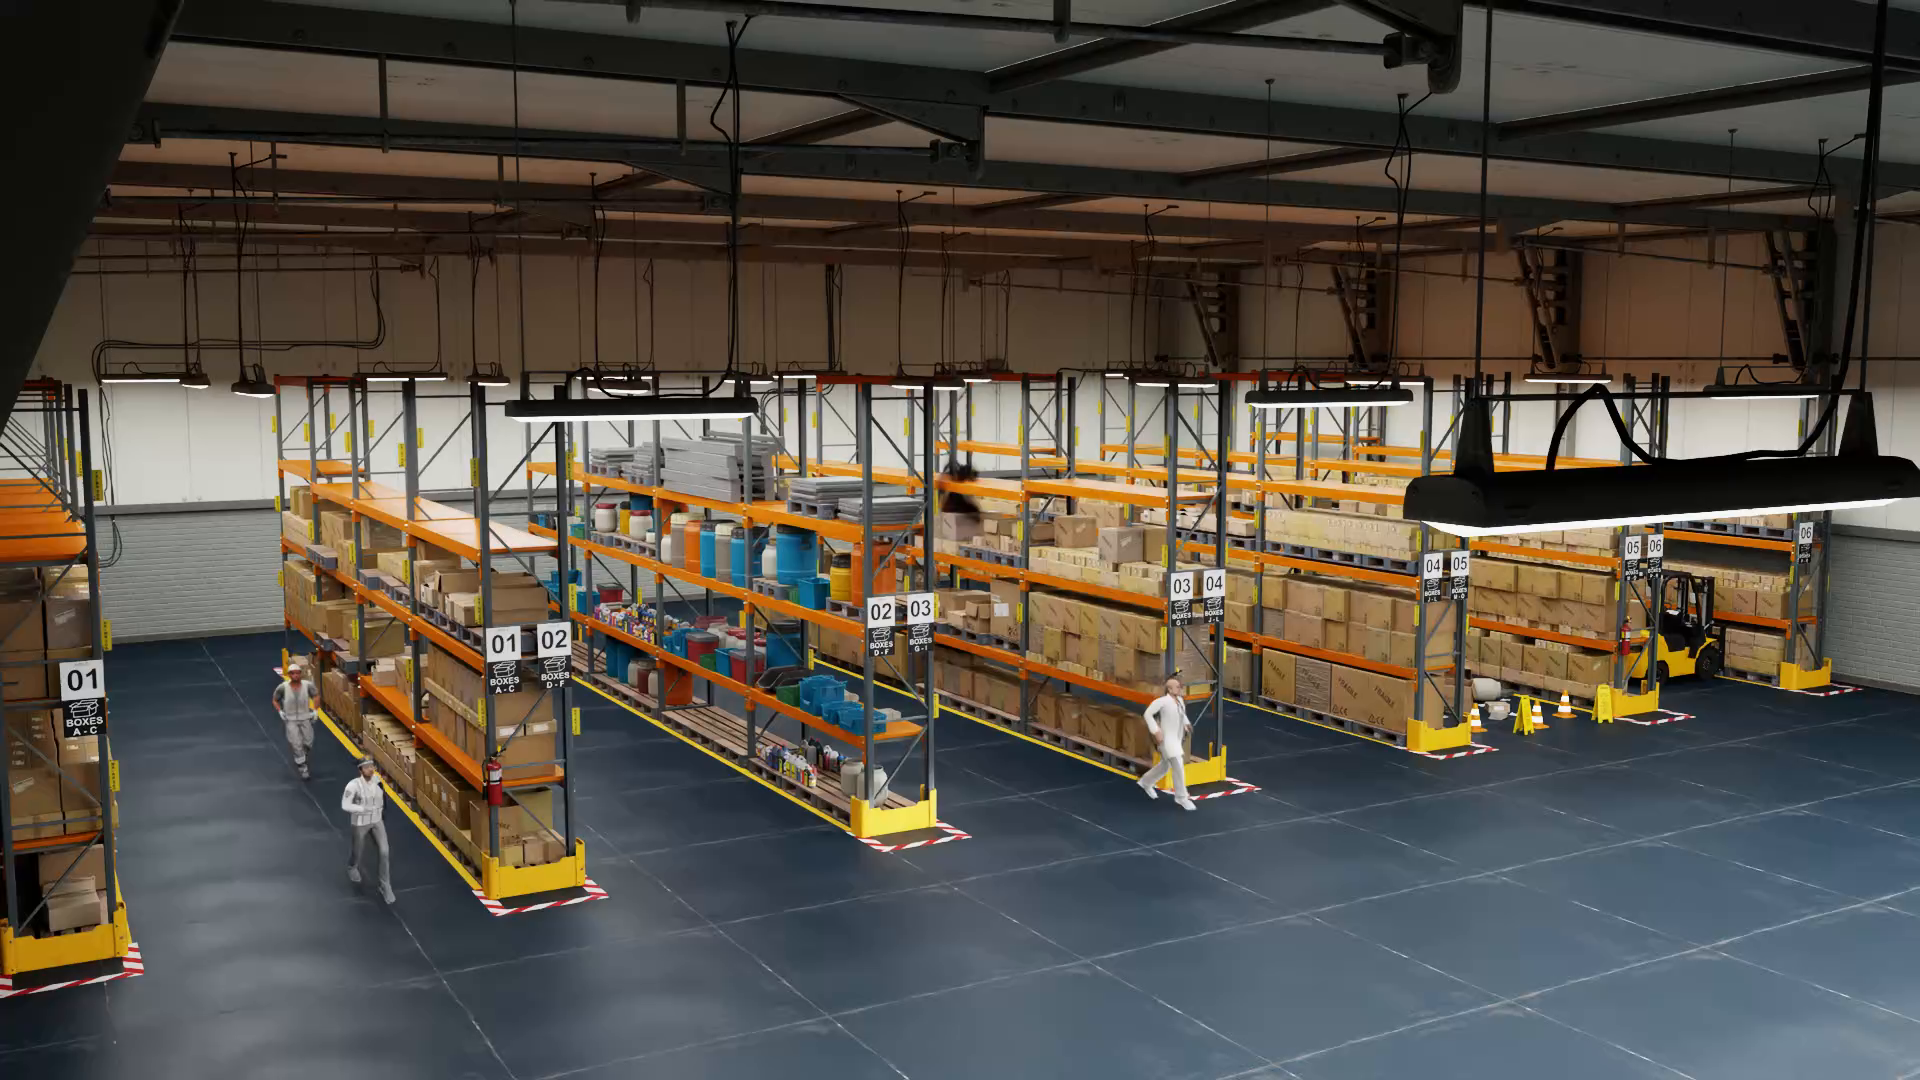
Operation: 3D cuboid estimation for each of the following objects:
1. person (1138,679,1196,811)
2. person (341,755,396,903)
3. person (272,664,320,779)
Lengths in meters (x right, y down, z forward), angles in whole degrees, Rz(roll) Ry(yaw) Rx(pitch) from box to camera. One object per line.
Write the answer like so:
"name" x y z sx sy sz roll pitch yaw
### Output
"person" 2.972 2.869 23.631 0.994 1.812 0.719 4 8 34
"person" -7.021 3.363 19.591 0.576 1.738 0.997 -5 8 -40
"person" -10.042 2.721 25.181 0.678 1.740 0.593 -3 7 -26
